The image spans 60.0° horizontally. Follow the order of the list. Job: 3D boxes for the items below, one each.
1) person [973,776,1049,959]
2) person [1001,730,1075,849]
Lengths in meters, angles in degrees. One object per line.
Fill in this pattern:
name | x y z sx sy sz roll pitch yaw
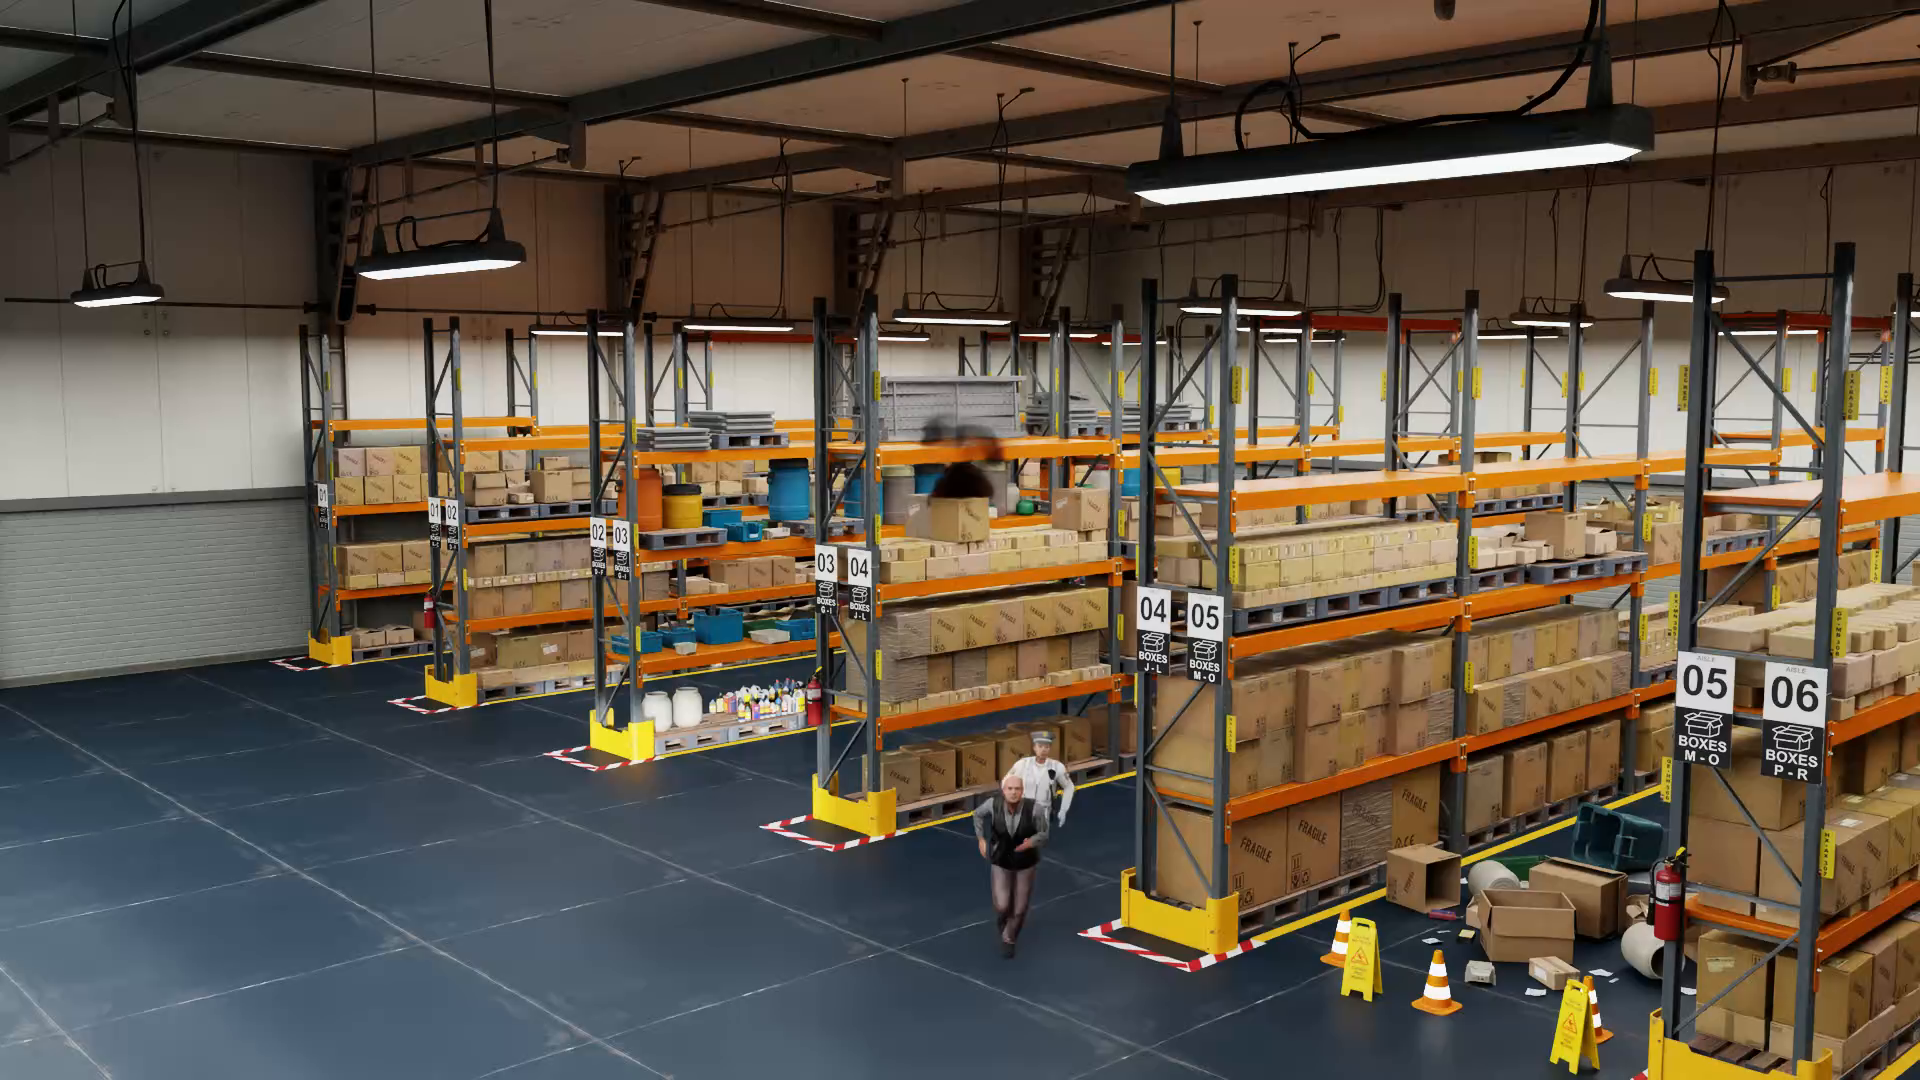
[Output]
person | 0.442 2.819 14.308 0.646 1.657 0.702 0 6 -1
person | 0.706 2.563 15.384 0.675 1.650 0.899 1 6 10
